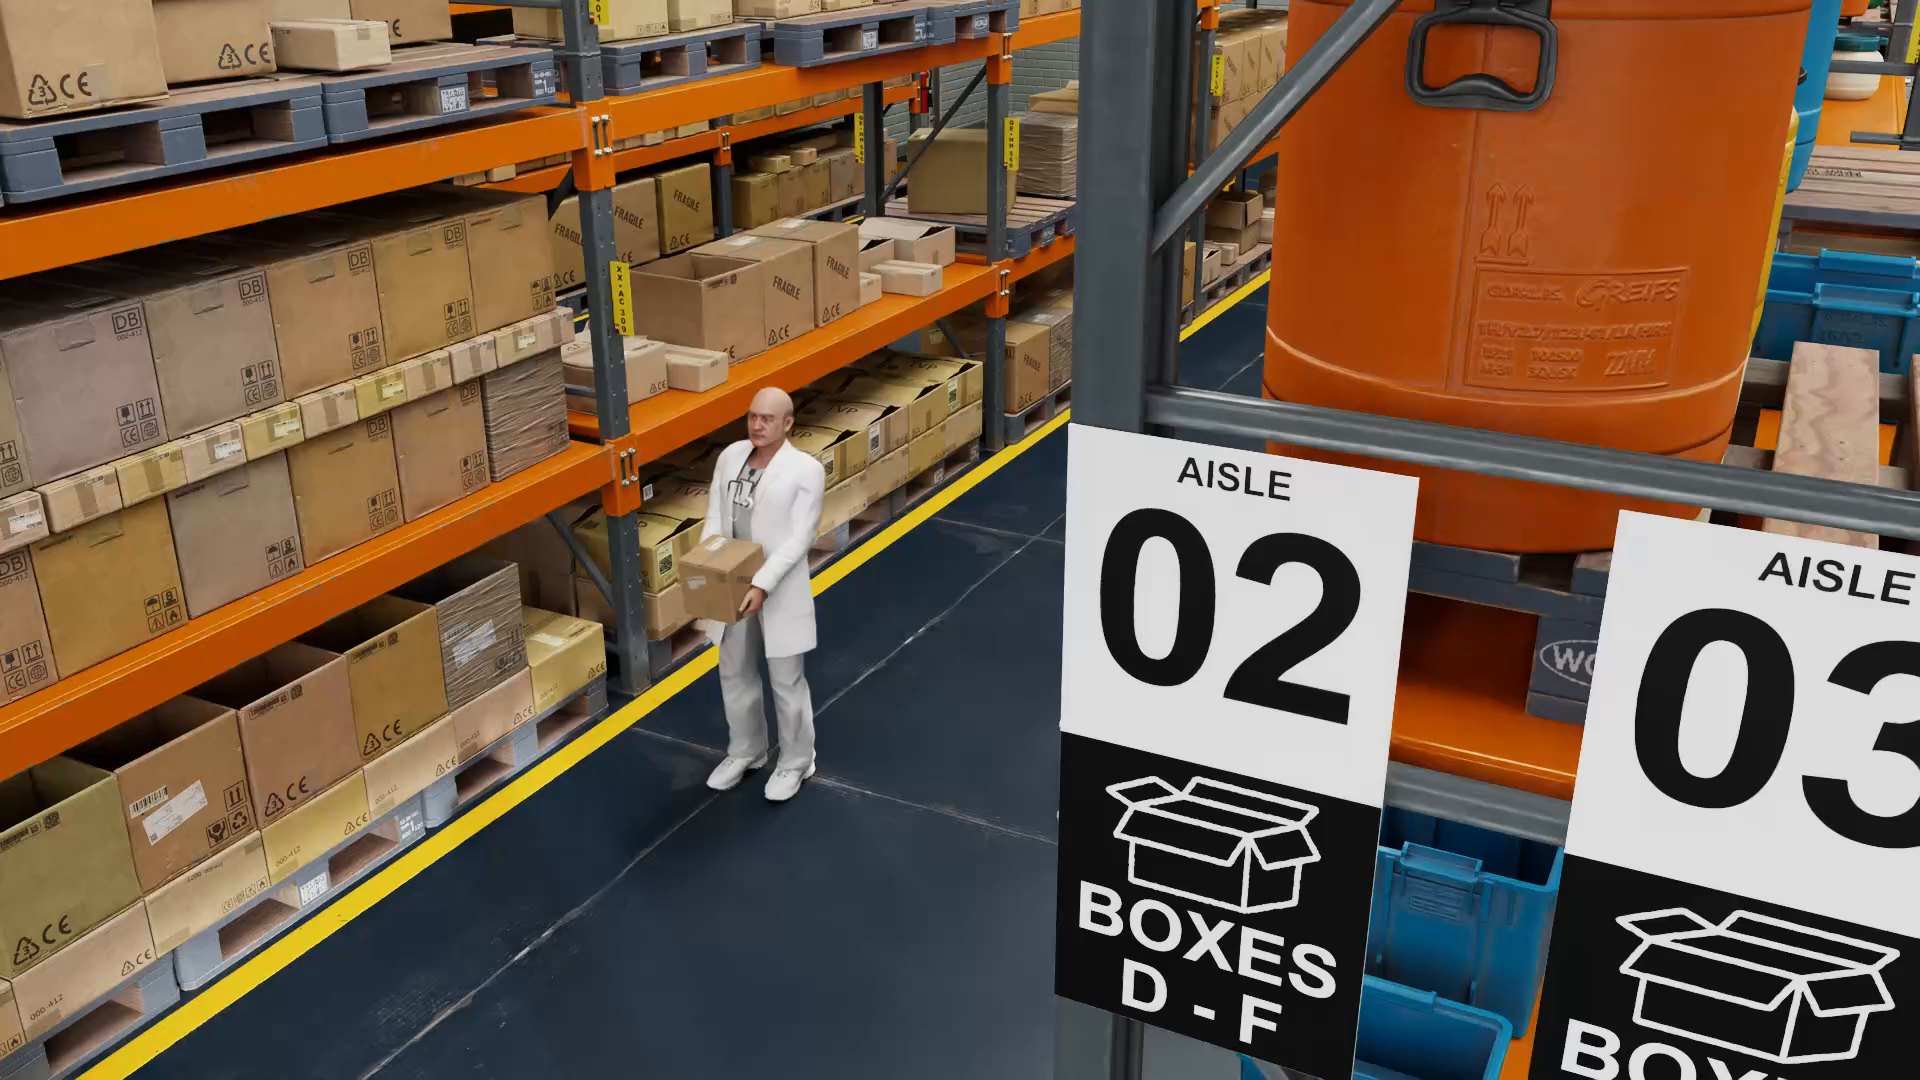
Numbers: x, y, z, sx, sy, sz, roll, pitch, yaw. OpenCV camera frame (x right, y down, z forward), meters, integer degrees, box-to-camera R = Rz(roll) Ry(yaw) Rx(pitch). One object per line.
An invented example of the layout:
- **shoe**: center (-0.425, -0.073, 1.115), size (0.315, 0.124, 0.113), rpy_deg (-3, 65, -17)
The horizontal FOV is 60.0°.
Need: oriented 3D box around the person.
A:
- **person**: center (-0.871, 0.254, 6.995), size (0.529, 1.775, 0.554), rpy_deg (11, 25, 26)
